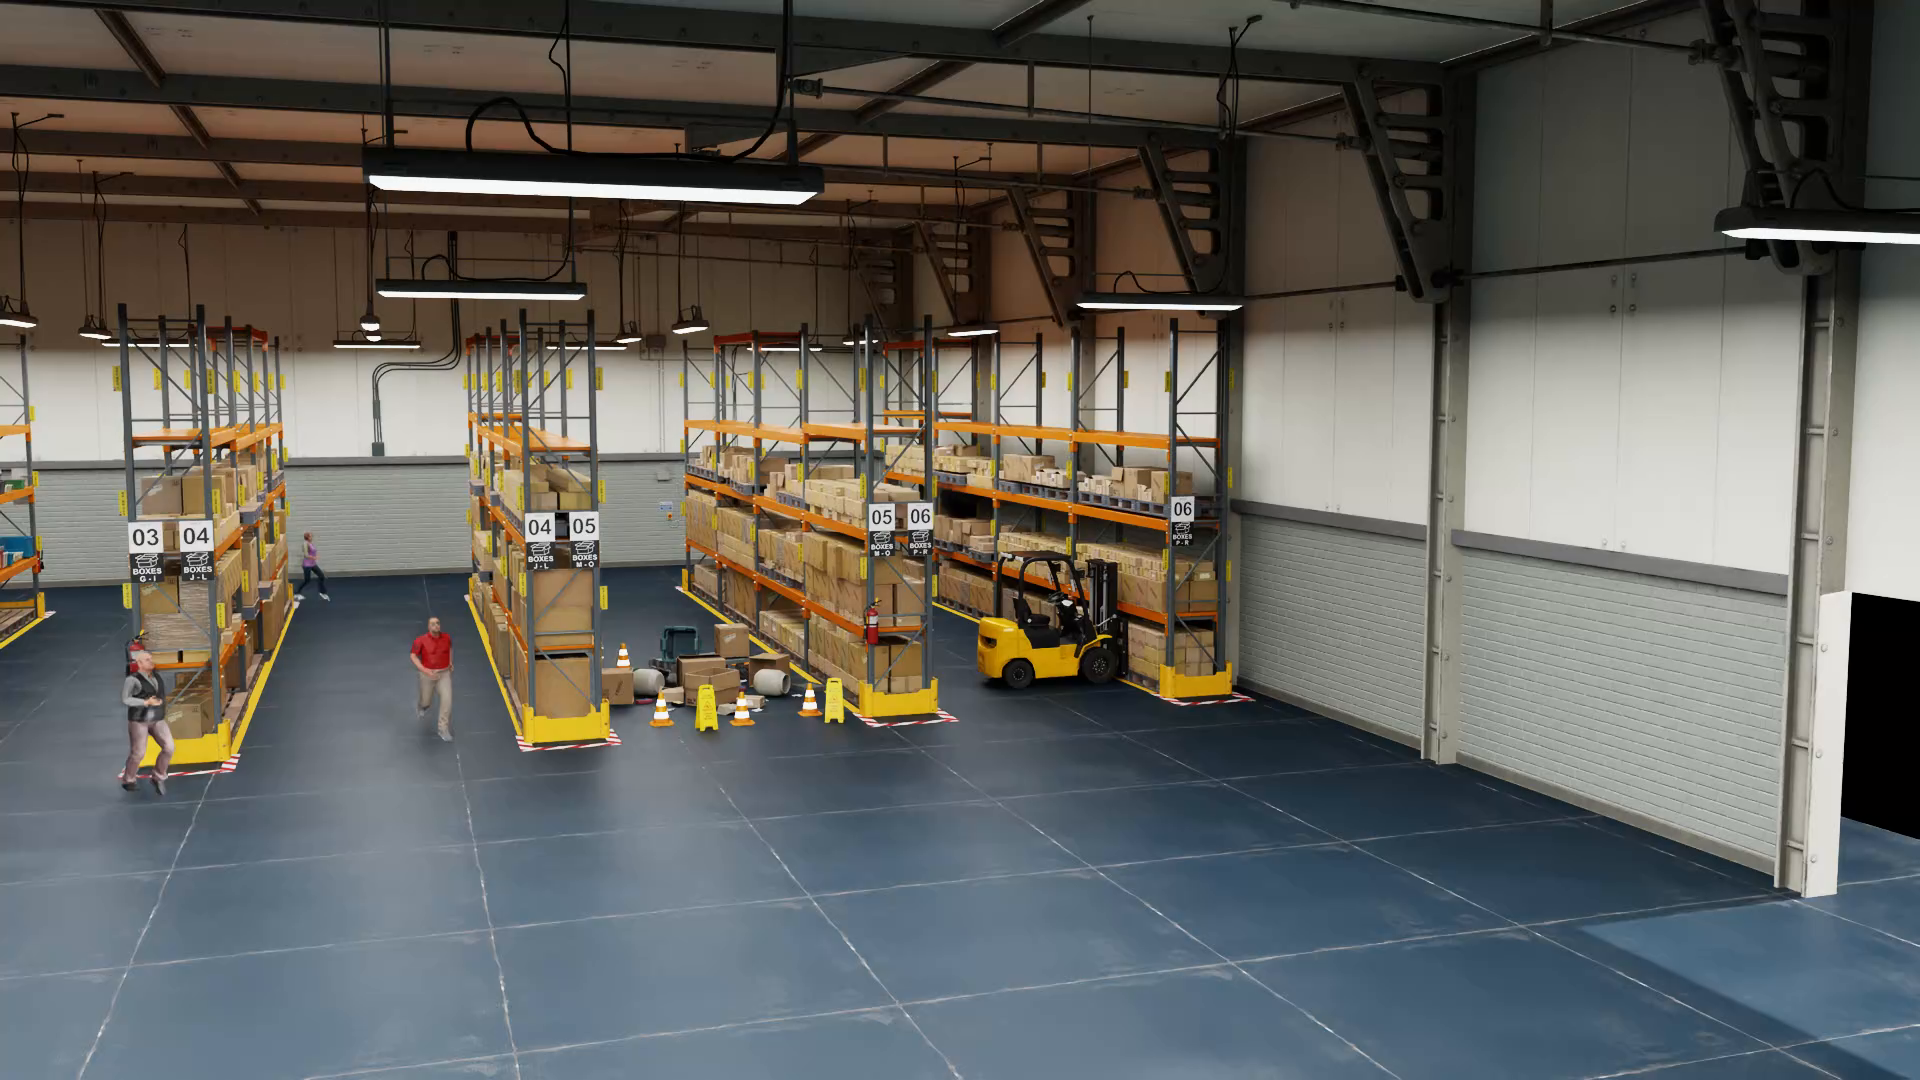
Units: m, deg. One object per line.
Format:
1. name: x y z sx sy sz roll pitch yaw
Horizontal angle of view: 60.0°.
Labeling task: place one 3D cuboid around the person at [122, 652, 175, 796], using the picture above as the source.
1. person: -9.857 2.240 20.186 0.702 1.768 0.653 3 6 26

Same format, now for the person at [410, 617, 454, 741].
1. person: -7.472 1.948 23.613 0.642 1.724 1.029 -3 6 -31

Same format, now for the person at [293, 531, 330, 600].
1. person: -14.877 0.607 38.019 0.763 1.622 0.542 0 5 -1
